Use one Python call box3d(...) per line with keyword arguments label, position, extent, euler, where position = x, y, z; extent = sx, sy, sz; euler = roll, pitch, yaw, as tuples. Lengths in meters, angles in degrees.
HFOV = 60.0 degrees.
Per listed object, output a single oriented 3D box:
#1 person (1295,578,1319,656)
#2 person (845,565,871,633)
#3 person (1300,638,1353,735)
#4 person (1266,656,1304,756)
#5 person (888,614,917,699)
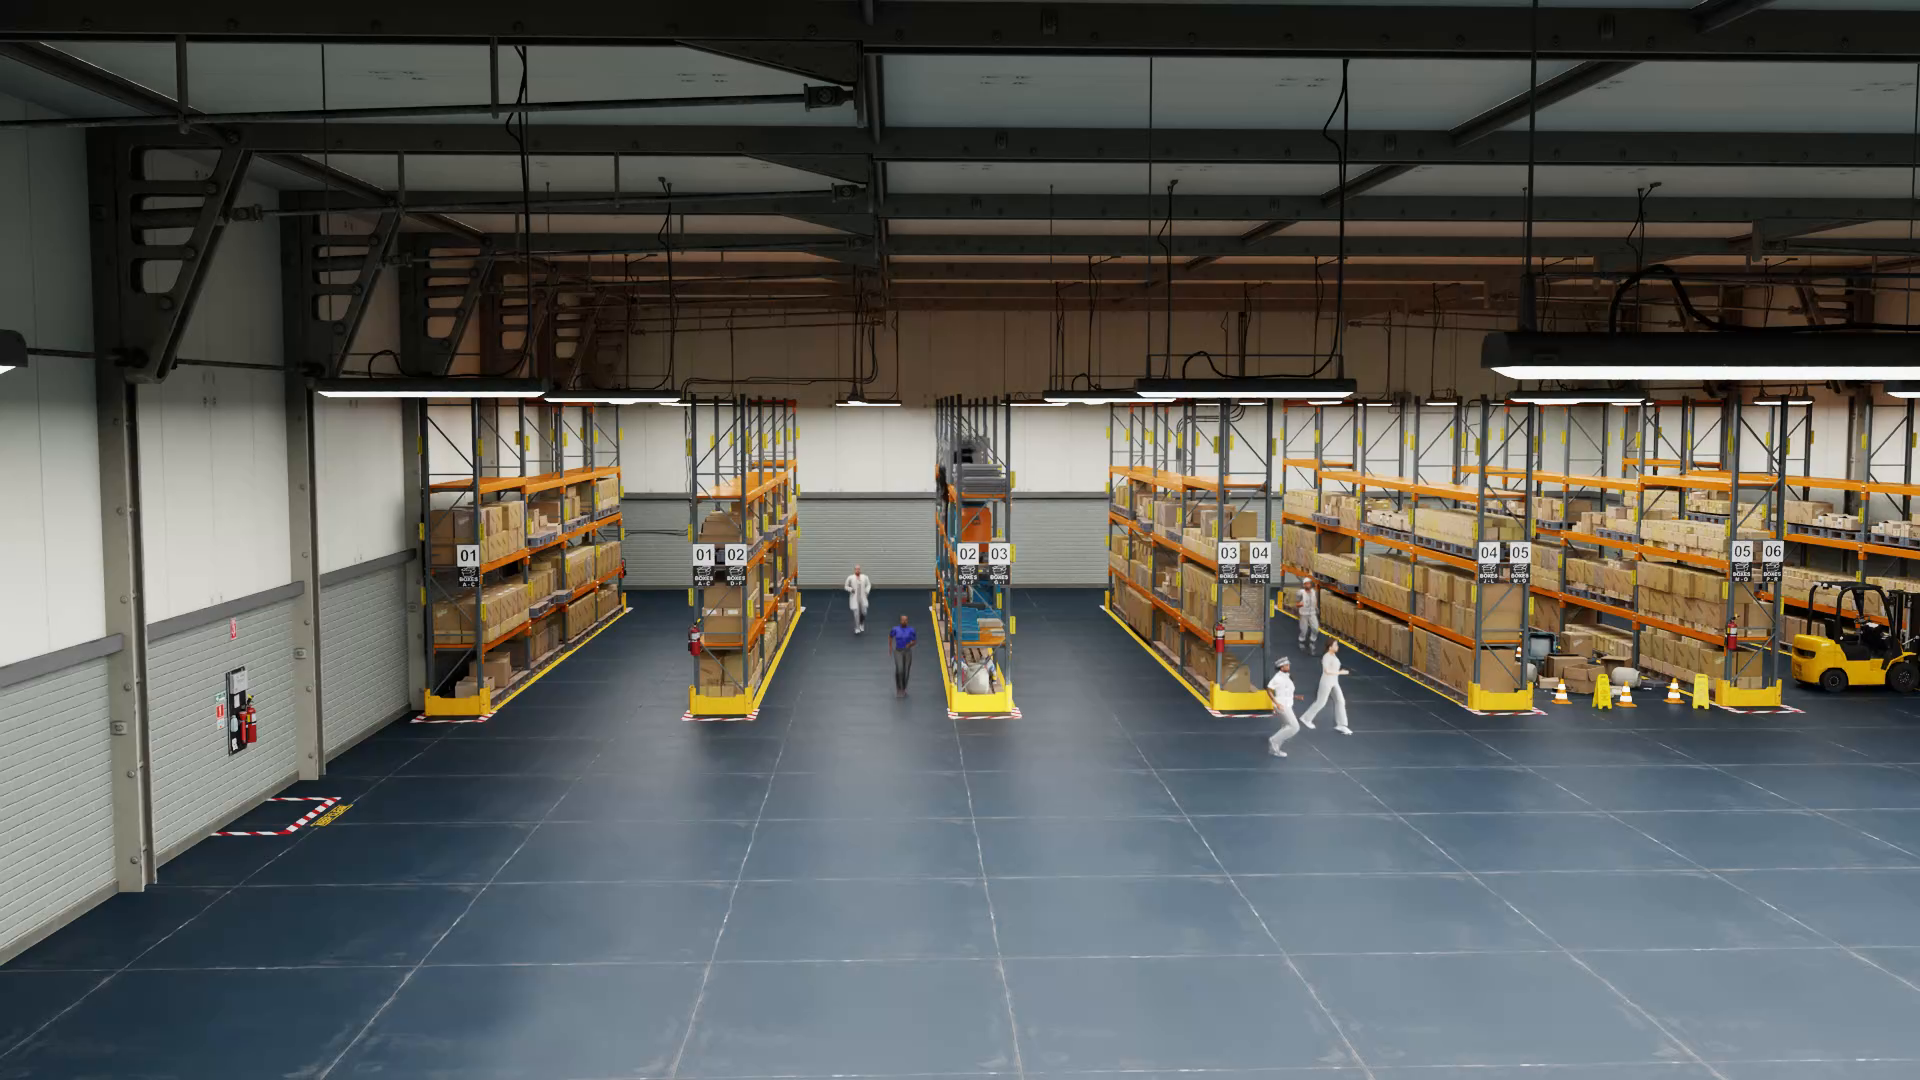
box3d(label="person", position=(8.101, 1.789, 38.751), extent=(0.630, 1.836, 0.764), euler=(-1, 5, -7))
box3d(label="person", position=(-2.576, 1.513, 42.338), extent=(0.698, 1.734, 0.632), euler=(-1, 5, -12))
box3d(label="person", position=(6.481, 2.564, 29.366), extent=(0.947, 1.681, 0.521), euler=(3, 6, 36))
box3d(label="person", position=(5.365, 2.738, 27.322), extent=(0.576, 1.659, 0.560), euler=(2, 5, 25))
box3d(label="person", position=(-1.126, 2.315, 33.011), extent=(0.536, 1.677, 0.788), euler=(-1, 5, -9))
